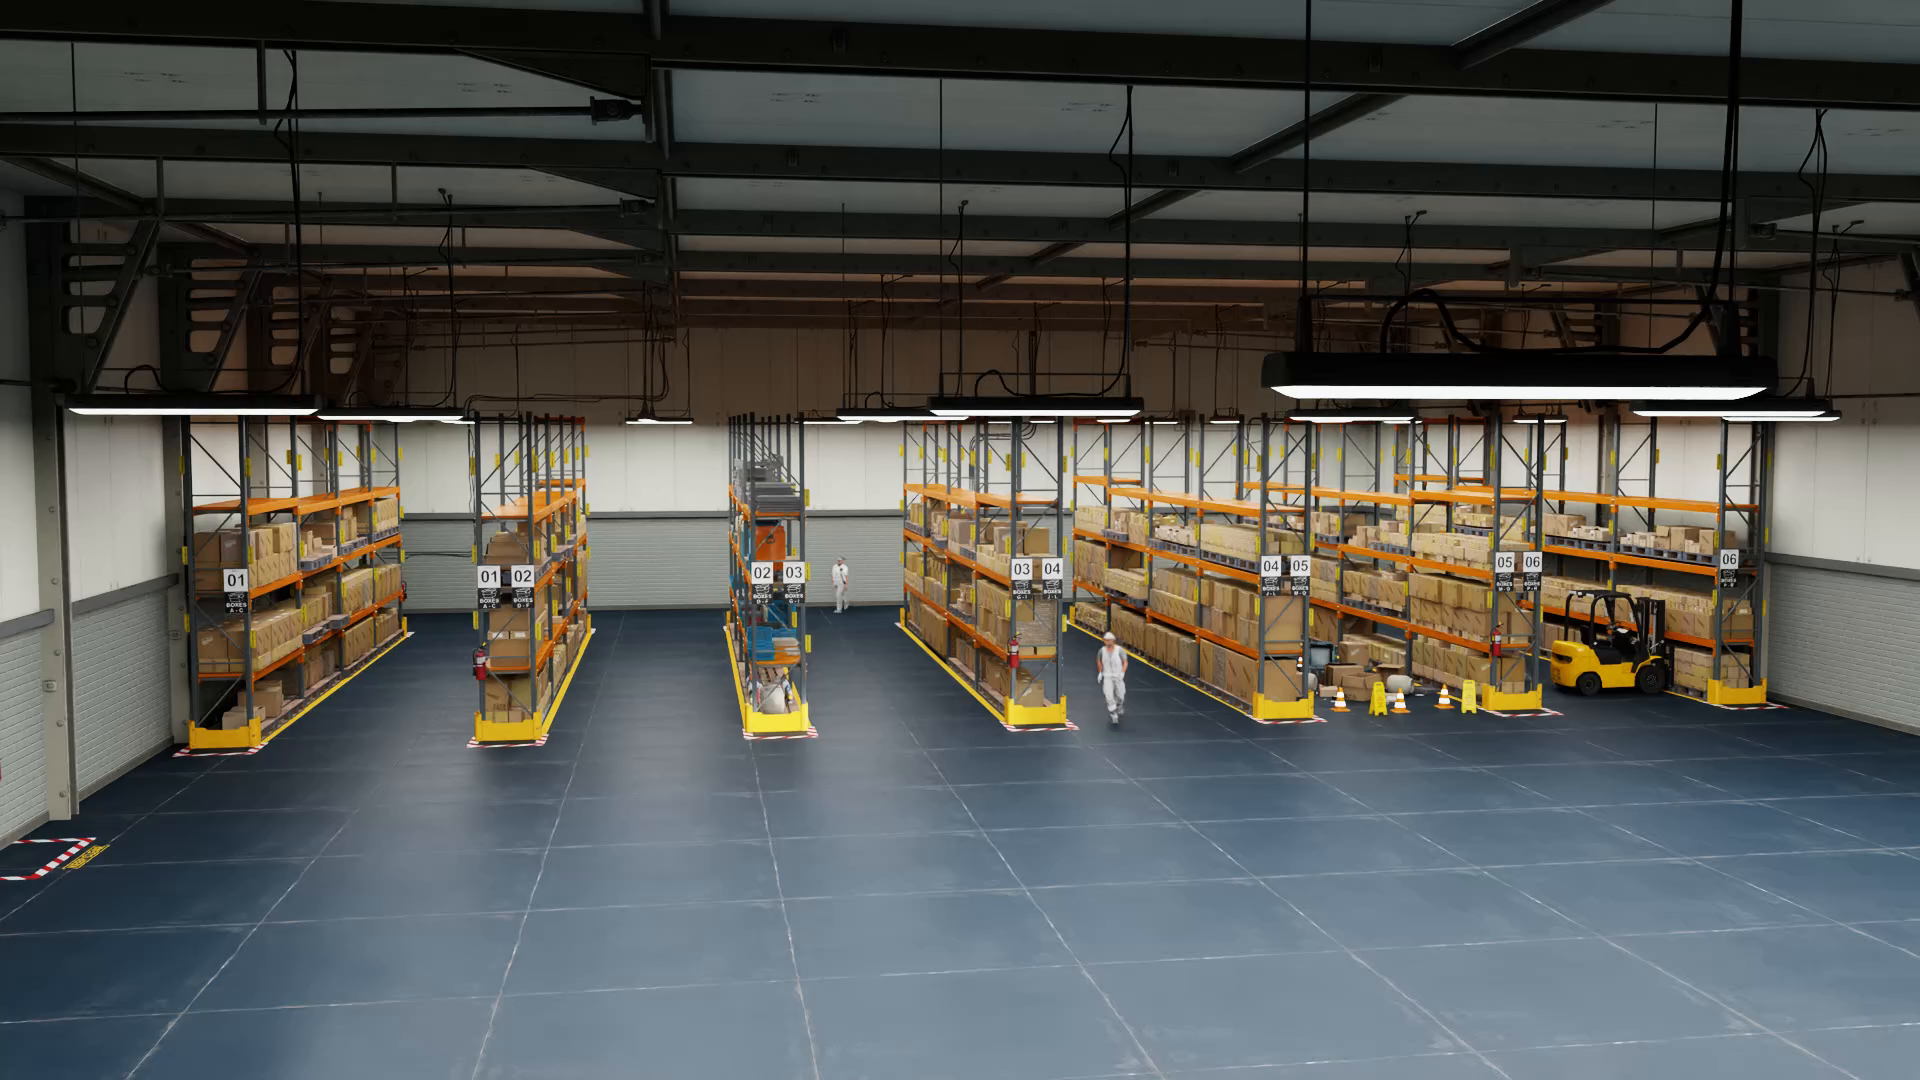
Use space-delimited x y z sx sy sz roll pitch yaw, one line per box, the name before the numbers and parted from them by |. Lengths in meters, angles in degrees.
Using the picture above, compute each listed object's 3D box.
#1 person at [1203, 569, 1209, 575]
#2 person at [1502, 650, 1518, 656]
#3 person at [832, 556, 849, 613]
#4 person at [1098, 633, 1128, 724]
person | 7.443 1.468 50.388 0.891 1.641 0.433 -1 4 -11
person | 12.599 2.339 37.936 0.456 1.715 0.593 -1 4 -14
person | -3.672 1.348 51.255 0.539 1.743 0.778 4 5 42
person | 2.971 2.654 32.308 0.586 1.745 0.691 1 4 11
